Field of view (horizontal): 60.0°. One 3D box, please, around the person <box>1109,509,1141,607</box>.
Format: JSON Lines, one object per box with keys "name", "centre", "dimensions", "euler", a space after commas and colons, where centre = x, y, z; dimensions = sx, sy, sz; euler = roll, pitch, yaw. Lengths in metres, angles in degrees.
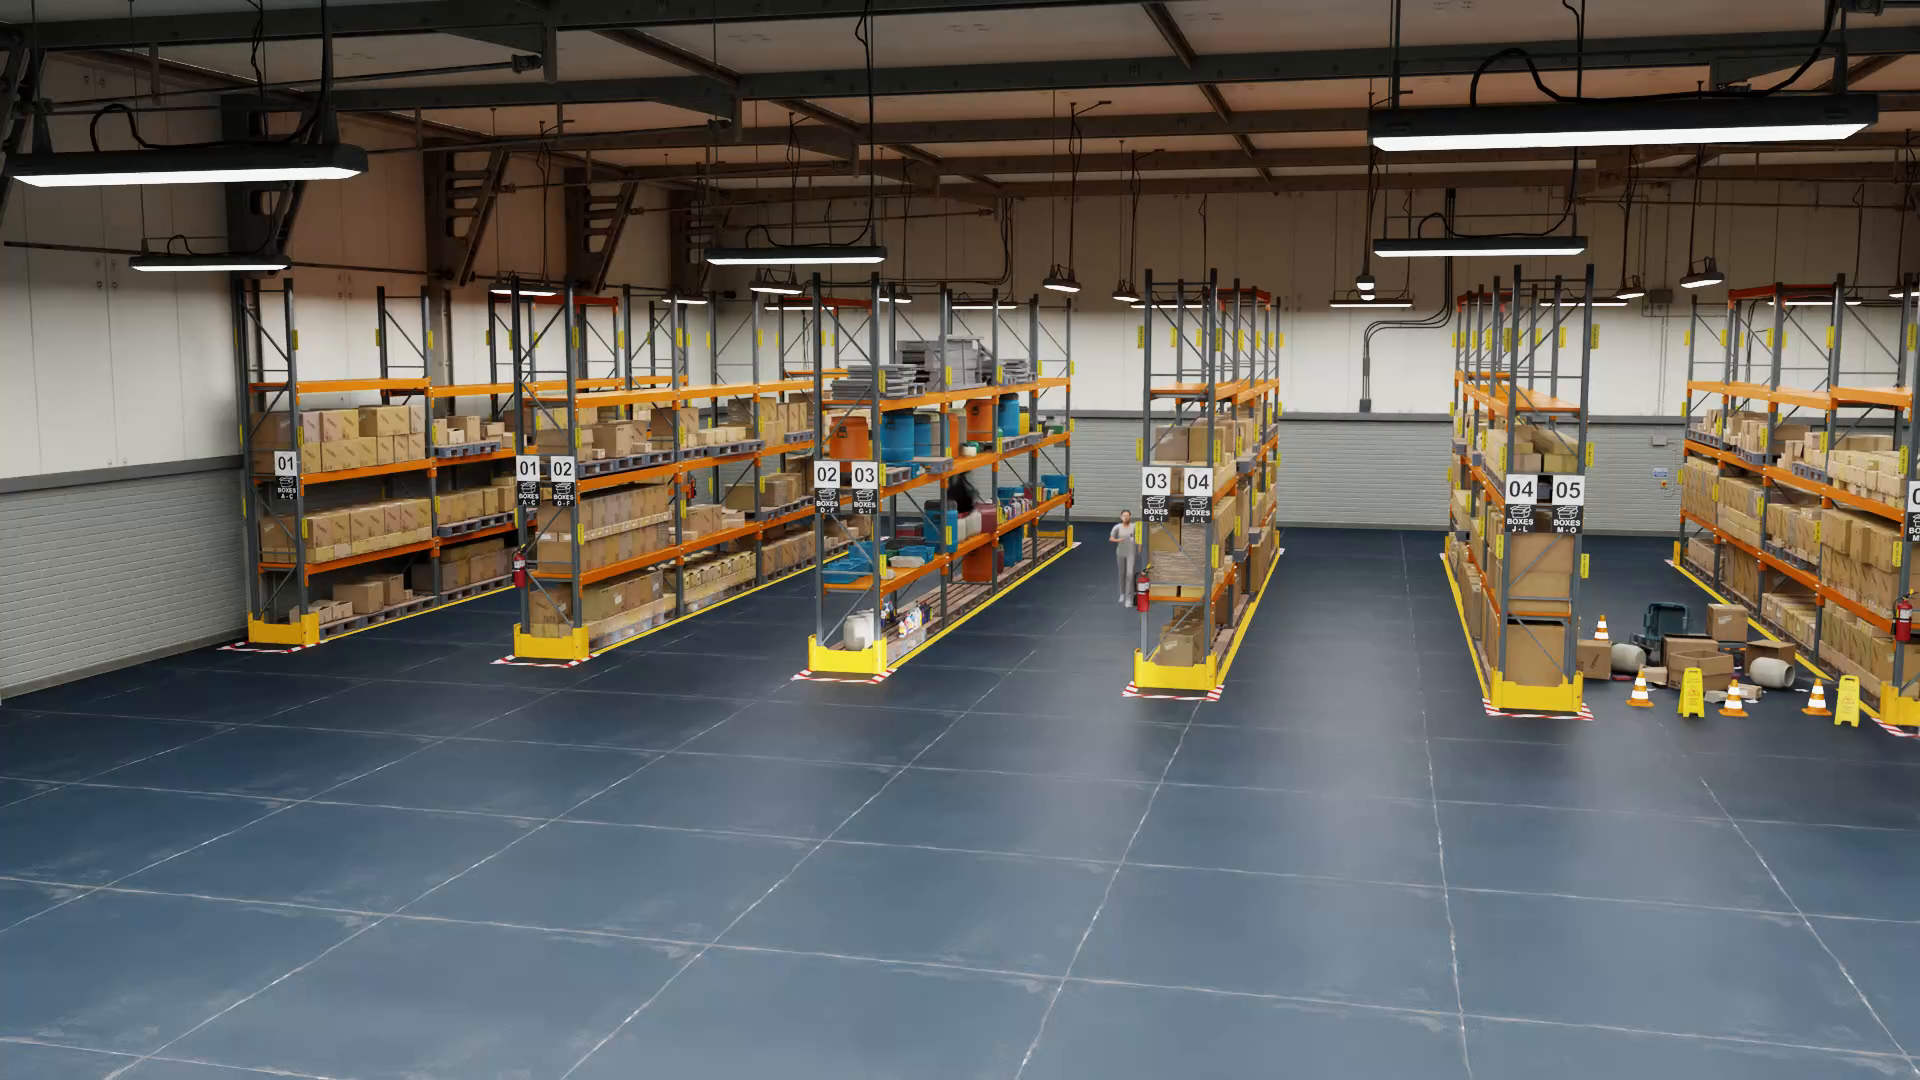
{"name": "person", "centre": [2.960, 0.297, 29.724], "dimensions": [0.583, 1.710, 0.831], "euler": [1, 7, 7]}
